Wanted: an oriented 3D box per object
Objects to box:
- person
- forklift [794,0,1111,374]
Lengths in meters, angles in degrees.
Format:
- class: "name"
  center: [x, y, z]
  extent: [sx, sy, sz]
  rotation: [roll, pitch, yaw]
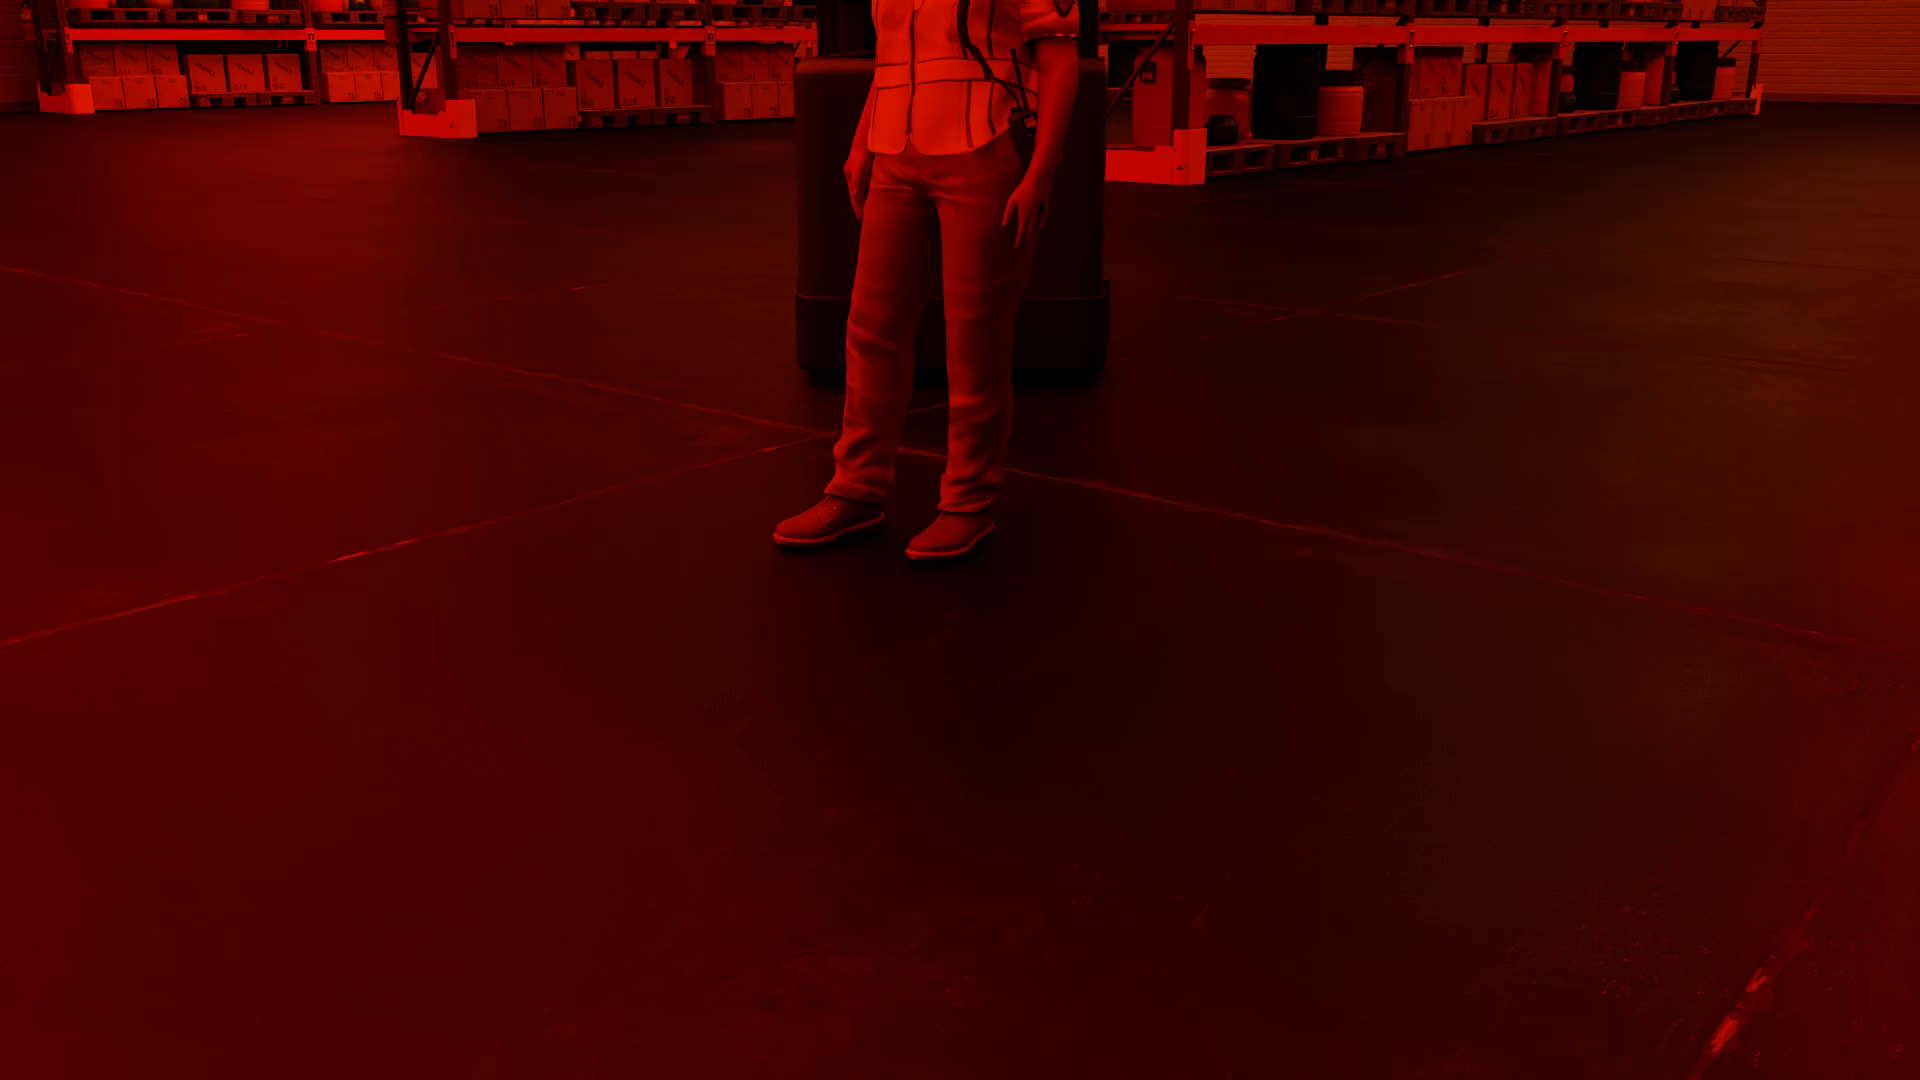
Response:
- class: "person"
  center: [-0.066, -0.792, 3.655]
  extent: [0.599, 1.670, 0.529]
  rotation: [13, 21, 37]
- class: "forklift"
  center: [-0.005, -2.346, 6.623]
  extent: [1.130, 2.935, 3.031]
  rotation: [0, 17, 1]
